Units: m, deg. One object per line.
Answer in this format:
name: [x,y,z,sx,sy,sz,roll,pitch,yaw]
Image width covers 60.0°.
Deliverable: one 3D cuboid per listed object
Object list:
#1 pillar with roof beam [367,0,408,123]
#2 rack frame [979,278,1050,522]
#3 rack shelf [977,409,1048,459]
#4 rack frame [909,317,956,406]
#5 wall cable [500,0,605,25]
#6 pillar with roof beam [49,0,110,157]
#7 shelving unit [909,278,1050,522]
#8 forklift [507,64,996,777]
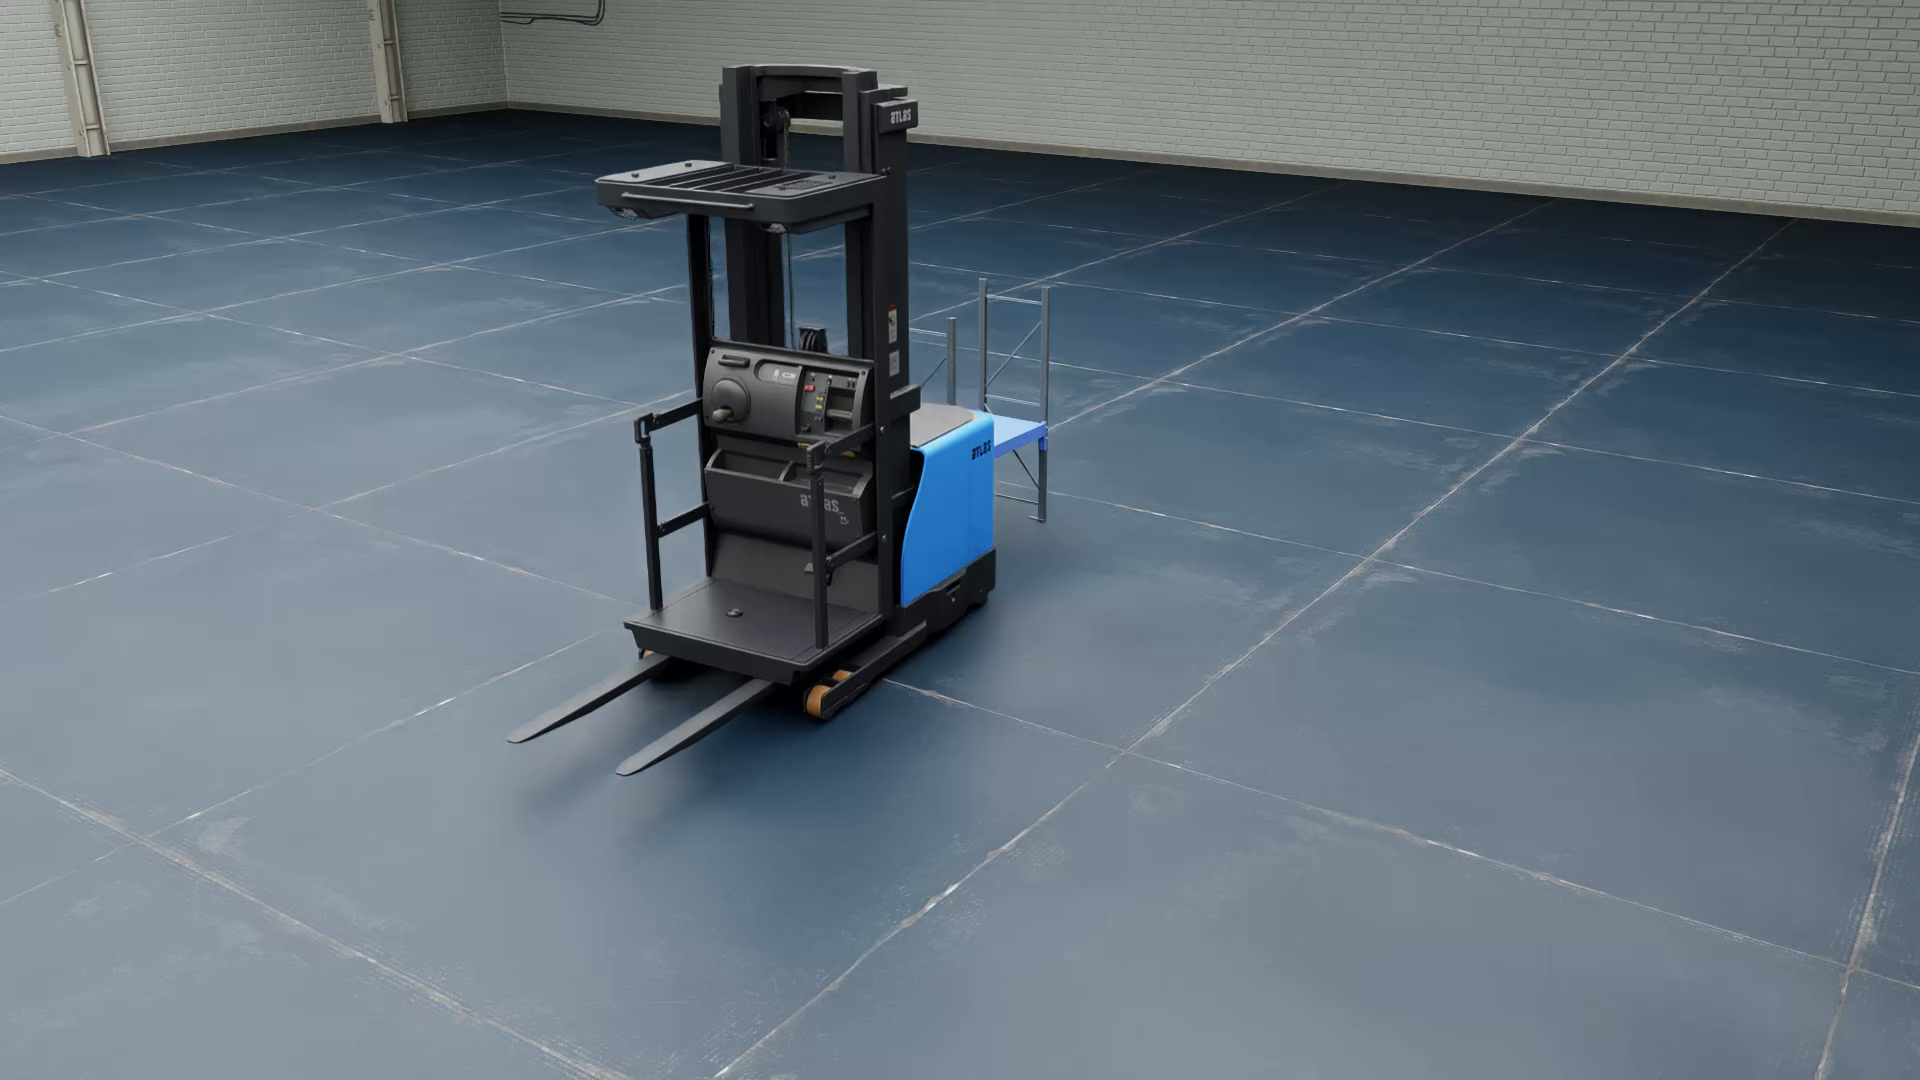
pillar with roof beam: [-7.356,-11.456,28.263,9.100,9.000,0.400,13,24,32]
rack frame: [0.334,-0.874,10.465,0.500,1.500,0.032,13,24,32]
rack shelf: [0.048,-0.559,10.133,0.538,0.185,1.000,13,24,32]
rack frame: [-0.238,-0.582,9.677,0.500,1.500,0.032,13,24,32]
wall cable: [-8.167,-11.426,32.660,3.097,2.526,0.112,13,24,32]
pillar with roof beam: [-10.729,-9.734,23.609,9.100,9.000,0.400,13,24,32]
shelving unit: [0.048,-0.728,10.071,0.538,1.500,1.048,13,24,32]
forklift: [-0.955,-0.694,7.917,1.130,2.935,3.031,11,23,27]
